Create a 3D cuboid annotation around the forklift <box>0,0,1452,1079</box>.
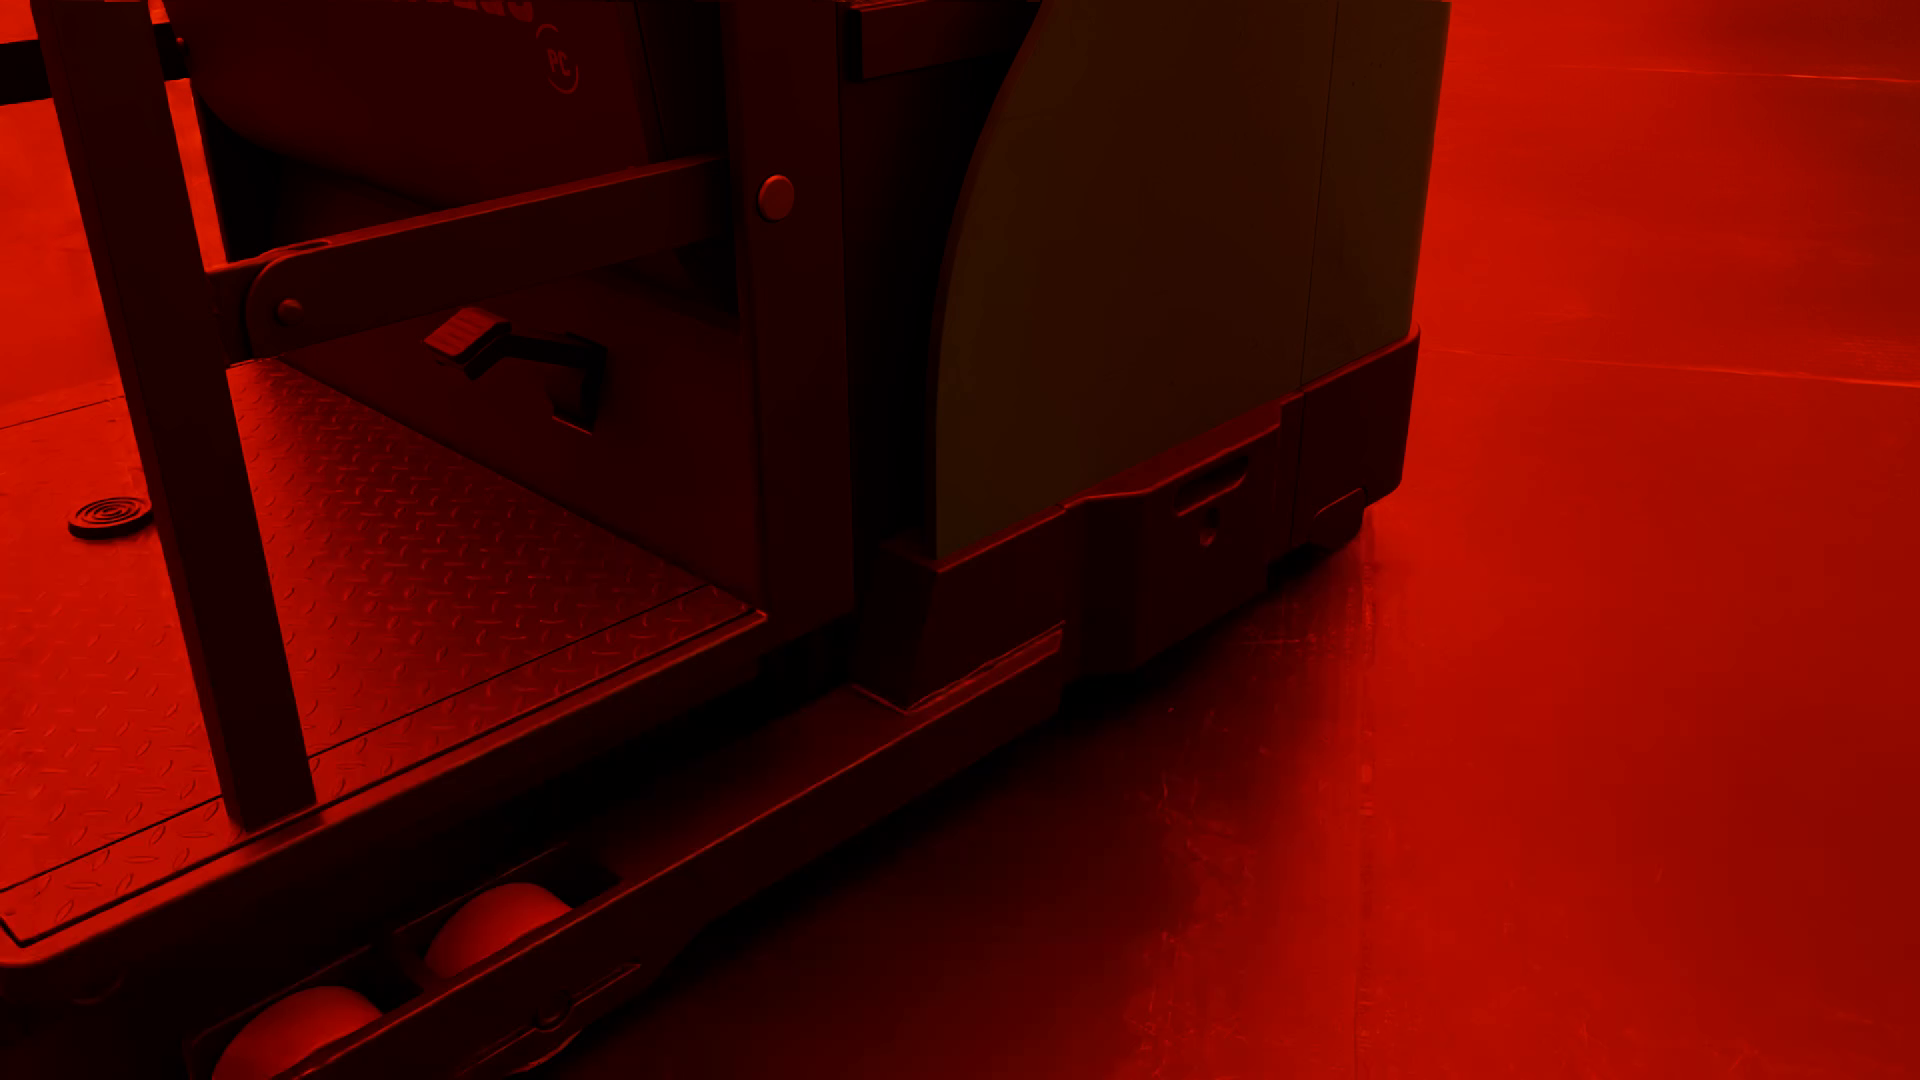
[{"bbox_3d":[-0.708,-1.019,1.265,1.130,2.935,3.031,23,35,38],"label":"forklift"}]
